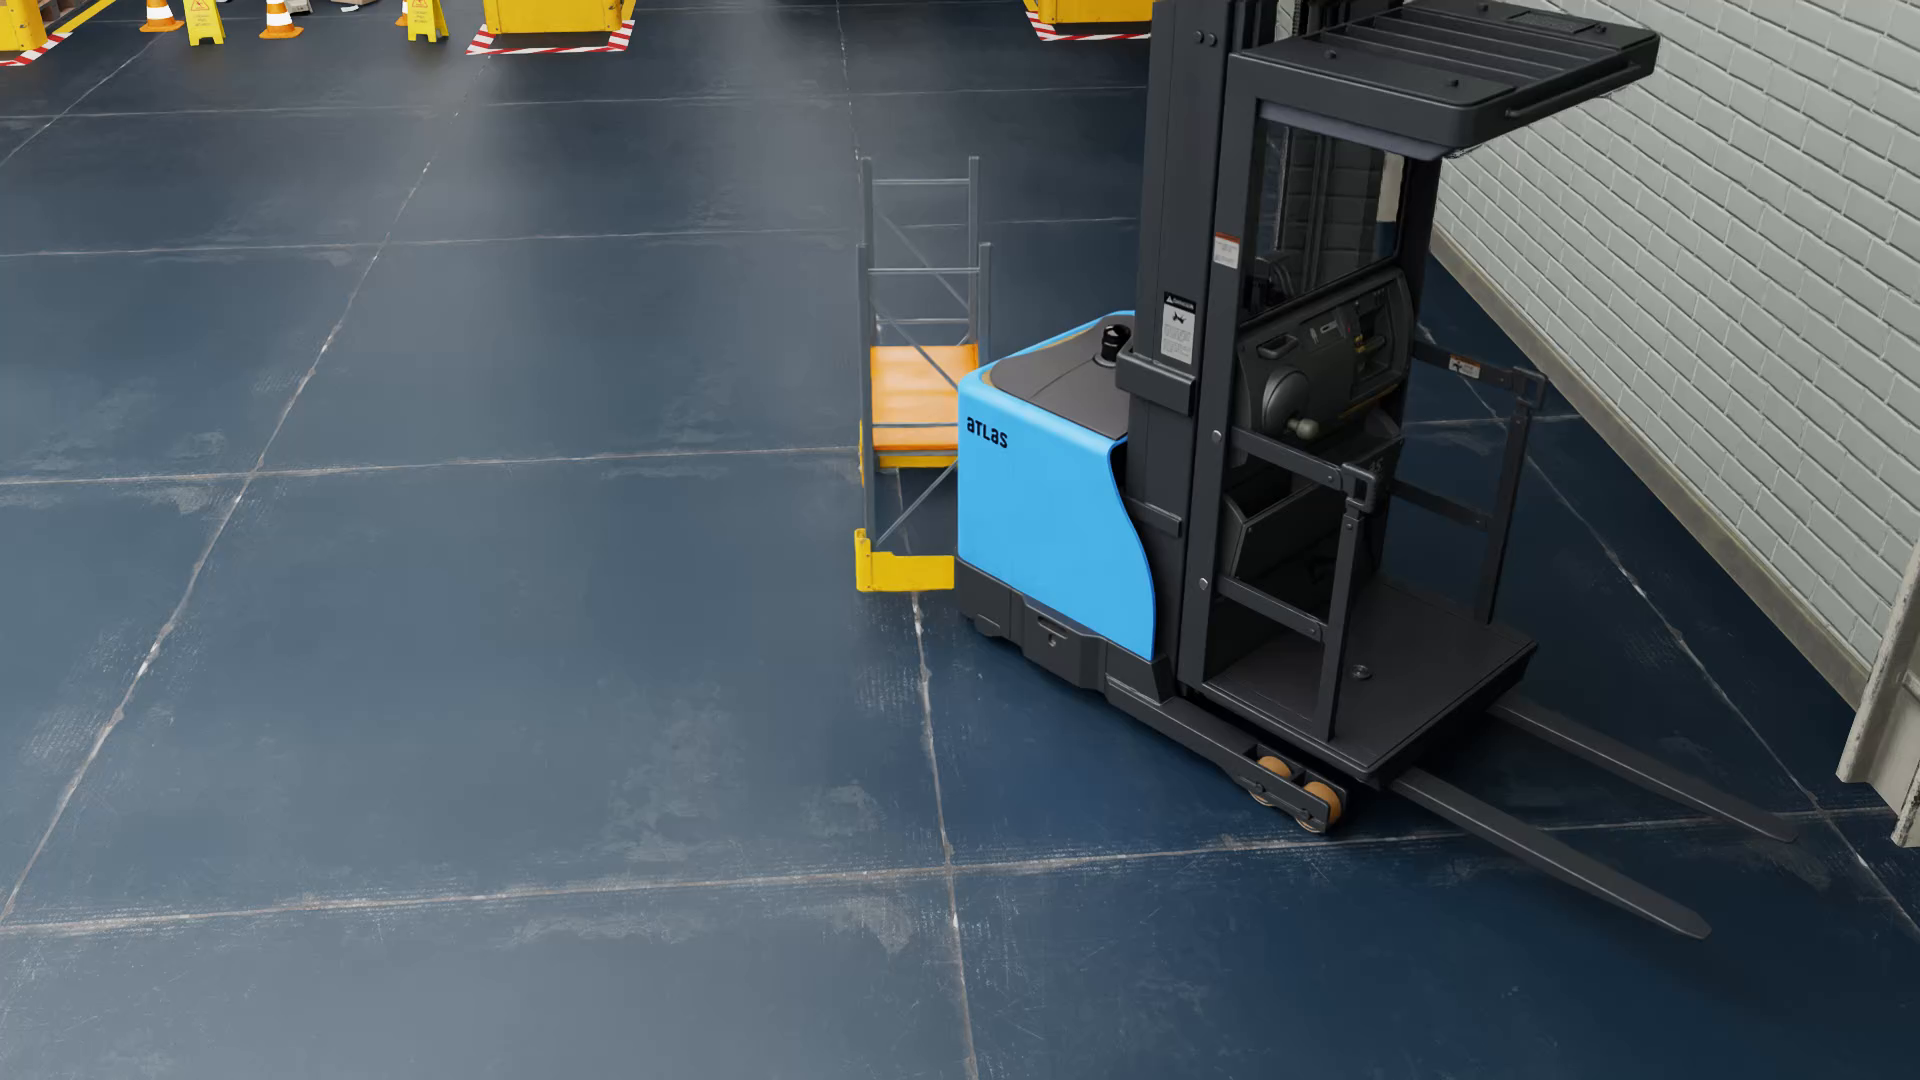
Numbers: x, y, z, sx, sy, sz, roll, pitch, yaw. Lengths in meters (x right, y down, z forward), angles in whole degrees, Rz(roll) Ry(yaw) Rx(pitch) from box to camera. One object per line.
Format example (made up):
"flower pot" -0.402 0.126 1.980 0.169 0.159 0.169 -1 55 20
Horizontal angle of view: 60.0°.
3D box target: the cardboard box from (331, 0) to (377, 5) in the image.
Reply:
"cardboard box" -5.767 -5.209 15.826 0.380 0.149 0.250 13 33 21

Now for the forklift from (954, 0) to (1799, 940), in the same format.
"forklift" 1.361 -0.574 5.353 1.130 2.935 3.031 -26 40 -37

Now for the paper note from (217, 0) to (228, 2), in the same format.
"paper note" -7.004 -5.158 15.857 0.144 0.017 0.142 8 32 13

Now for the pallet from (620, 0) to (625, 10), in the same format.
"pallet" -3.681 -5.119 15.615 1.003 0.211 1.213 -3 31 -5

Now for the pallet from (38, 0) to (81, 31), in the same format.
"pallet" -8.705 -4.780 15.046 1.003 0.211 1.213 -3 31 -5

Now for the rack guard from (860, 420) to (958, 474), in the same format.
"rack guard" -0.168 -0.433 7.731 0.587 0.250 0.087 -1 31 -2

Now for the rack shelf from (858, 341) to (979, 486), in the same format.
"rack shelf" -0.152 -0.555 7.068 0.538 0.185 1.000 -1 31 -2

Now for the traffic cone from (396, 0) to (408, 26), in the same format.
"traffic cone" -4.958 -4.930 15.052 0.336 0.463 0.334 -3 31 -5

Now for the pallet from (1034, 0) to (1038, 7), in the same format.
"pallet" 1.195 -5.292 15.904 1.003 0.211 1.213 -3 31 -5

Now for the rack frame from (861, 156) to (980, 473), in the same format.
"rack frame" -0.168 -0.970 7.412 0.500 1.500 0.032 -1 31 -2

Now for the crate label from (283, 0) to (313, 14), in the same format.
"crate label" -6.166 -4.961 15.423 0.250 0.136 0.298 -20 36 -30

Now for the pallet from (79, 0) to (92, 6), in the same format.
"pallet" -8.816 -5.401 16.087 1.003 0.211 1.213 -3 31 -5

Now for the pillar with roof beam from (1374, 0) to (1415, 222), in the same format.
"pillar with roof beam" -1.585 -5.805 8.194 9.100 9.000 0.400 -3 31 -5

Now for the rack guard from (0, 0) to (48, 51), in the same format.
"rack guard" -8.550 -4.487 14.274 1.175 0.500 0.348 -3 31 -5

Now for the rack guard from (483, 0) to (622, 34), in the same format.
"rack guard" -3.640 -4.827 14.843 1.175 0.500 0.348 -3 31 -5

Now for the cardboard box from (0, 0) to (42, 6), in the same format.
"cardboard box" -8.681 -5.184 14.665 0.875 0.875 0.875 -3 31 -4

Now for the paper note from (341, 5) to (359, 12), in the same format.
"paper note" -5.703 -4.974 15.547 0.148 0.019 0.142 -14 33 -22

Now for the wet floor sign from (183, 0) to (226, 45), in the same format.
"wet floor sign" -6.578 -4.642 14.392 0.267 0.644 0.232 -8 32 -13

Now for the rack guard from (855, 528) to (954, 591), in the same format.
"rack guard" -0.136 0.077 6.877 0.587 0.250 0.087 -1 31 -2

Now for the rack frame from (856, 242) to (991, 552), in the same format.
"rack frame" -0.136 -0.449 6.540 0.500 1.500 0.032 -1 31 -2

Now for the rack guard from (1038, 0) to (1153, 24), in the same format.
"rack guard" 1.311 -5.015 15.159 1.175 0.500 0.348 -3 31 -5

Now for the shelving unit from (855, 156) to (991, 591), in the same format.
"shelving unit" -0.152 -0.714 6.984 0.587 1.500 1.083 -1 31 -2

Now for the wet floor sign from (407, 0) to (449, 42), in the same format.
"wet floor sign" -4.681 -4.702 14.493 0.267 0.644 0.232 8 32 13

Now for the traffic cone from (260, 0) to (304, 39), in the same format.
"traffic cone" -6.031 -4.703 14.672 0.336 0.463 0.334 -3 31 -5

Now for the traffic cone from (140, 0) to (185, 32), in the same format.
"traffic cone" -7.188 -4.822 14.872 0.336 0.463 0.334 -3 31 -5
